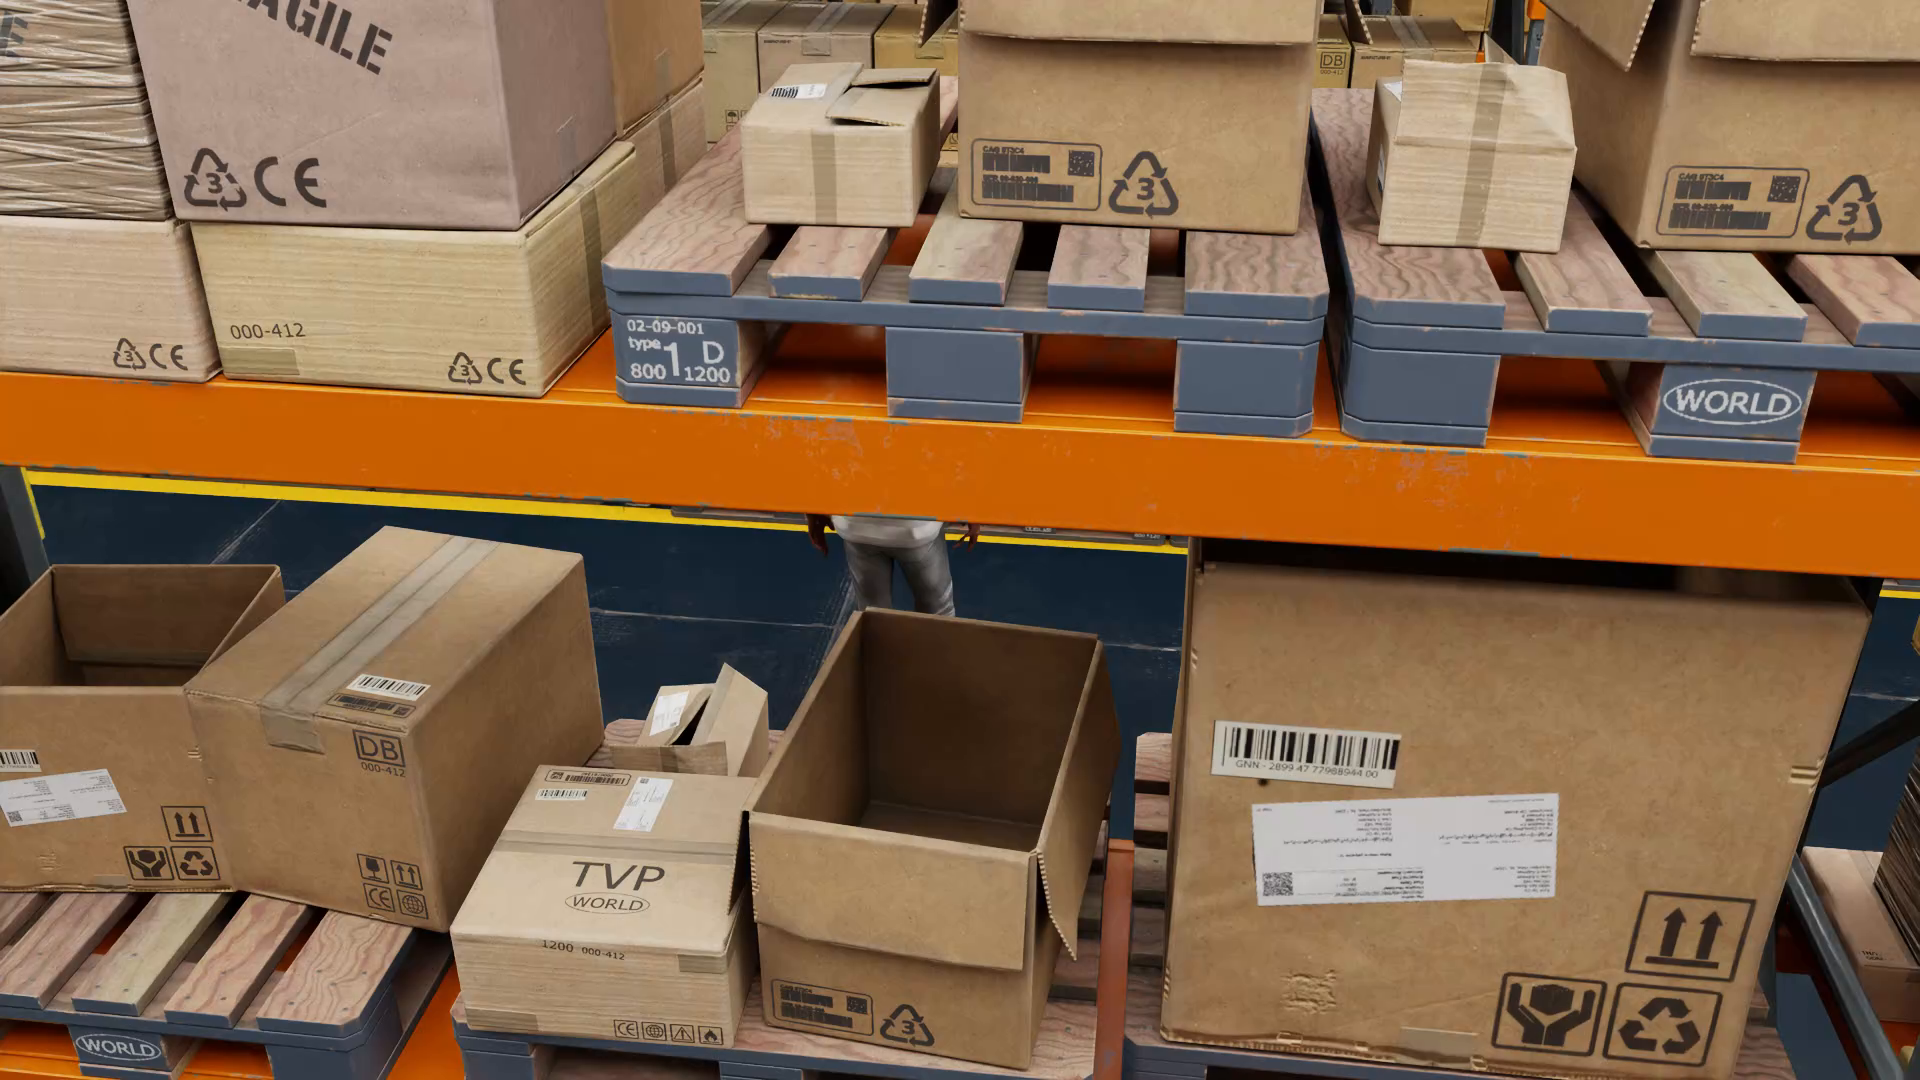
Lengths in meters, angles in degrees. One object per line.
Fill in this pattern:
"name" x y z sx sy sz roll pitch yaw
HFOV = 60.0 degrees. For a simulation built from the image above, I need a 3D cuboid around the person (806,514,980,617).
"person" -0.251 -0.106 6.276 0.666 1.765 0.577 3 28 6
